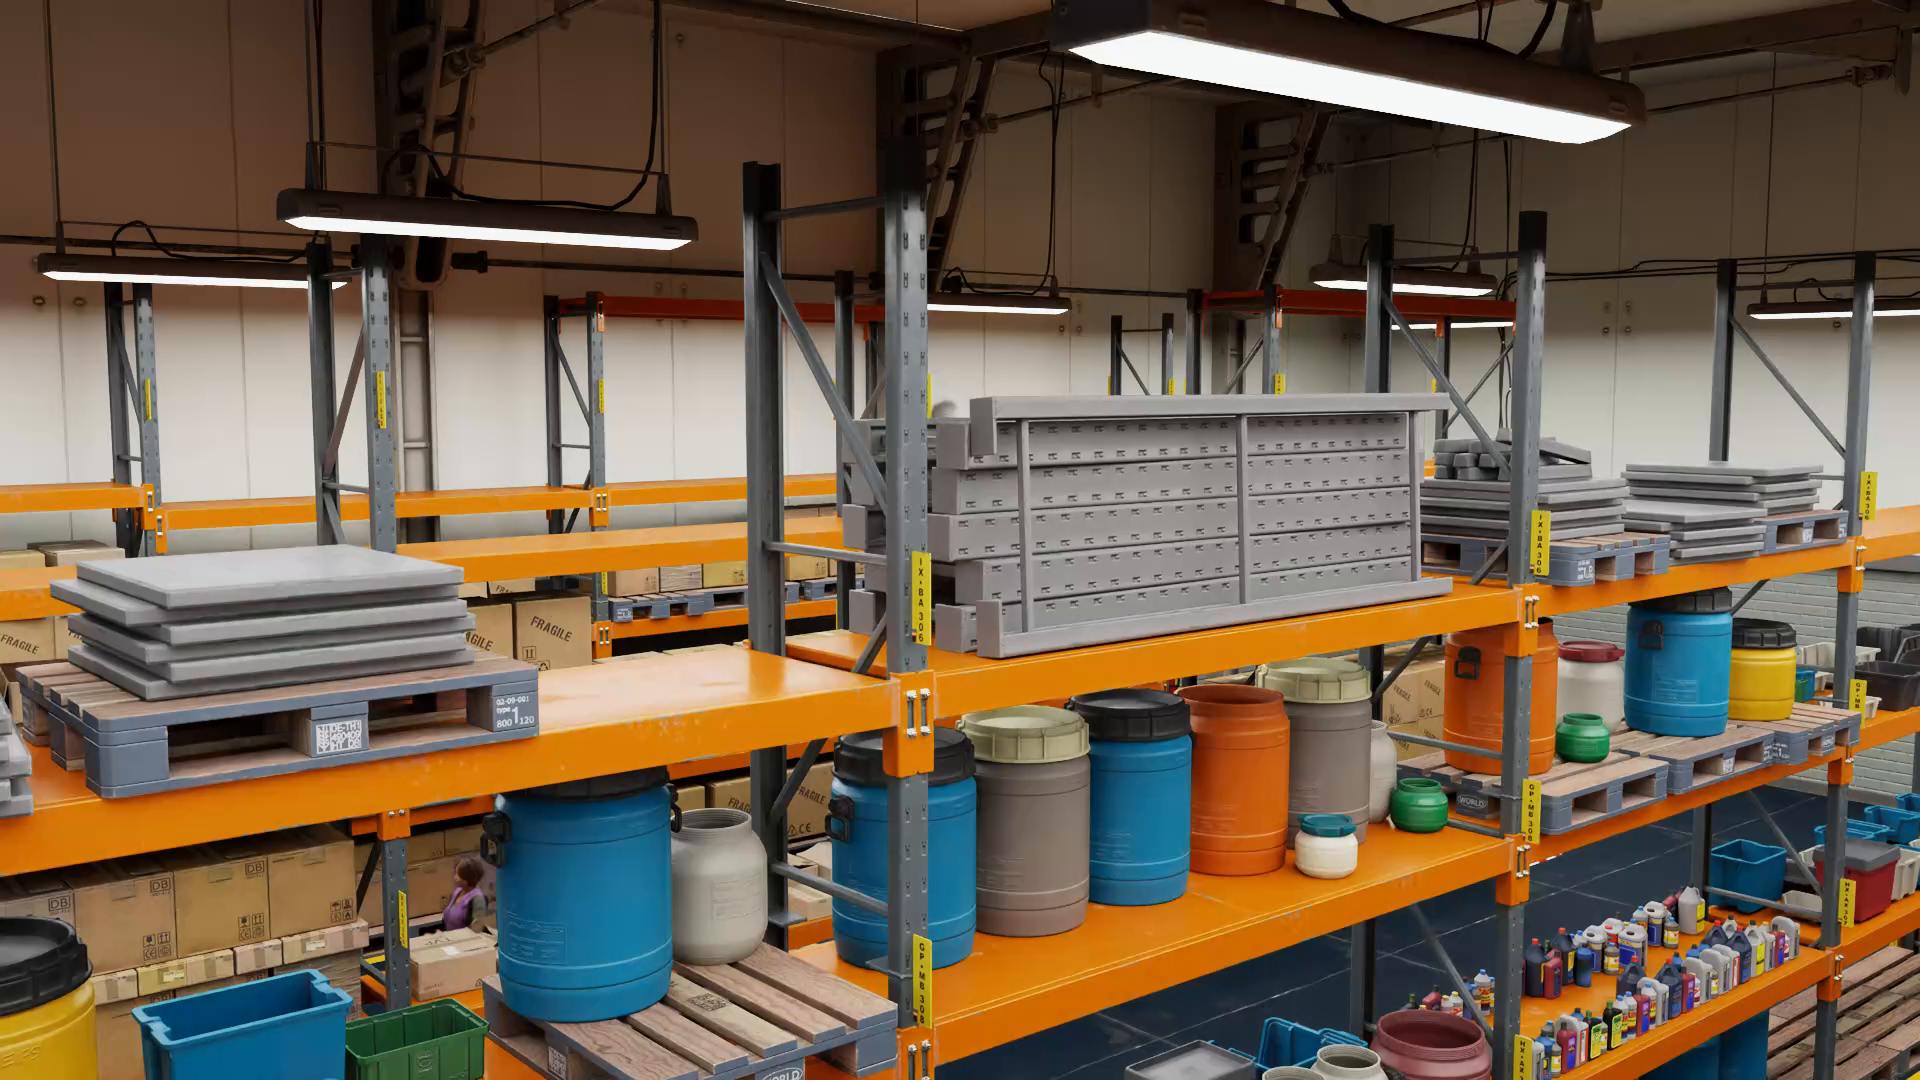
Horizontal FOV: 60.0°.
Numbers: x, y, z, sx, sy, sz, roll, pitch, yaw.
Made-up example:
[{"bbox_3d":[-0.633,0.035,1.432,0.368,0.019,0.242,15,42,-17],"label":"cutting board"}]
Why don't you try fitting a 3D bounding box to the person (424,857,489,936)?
[{"bbox_3d":[-3.700,3.170,12.480,0.503,1.617,0.682,5,7,42],"label":"person"}]
